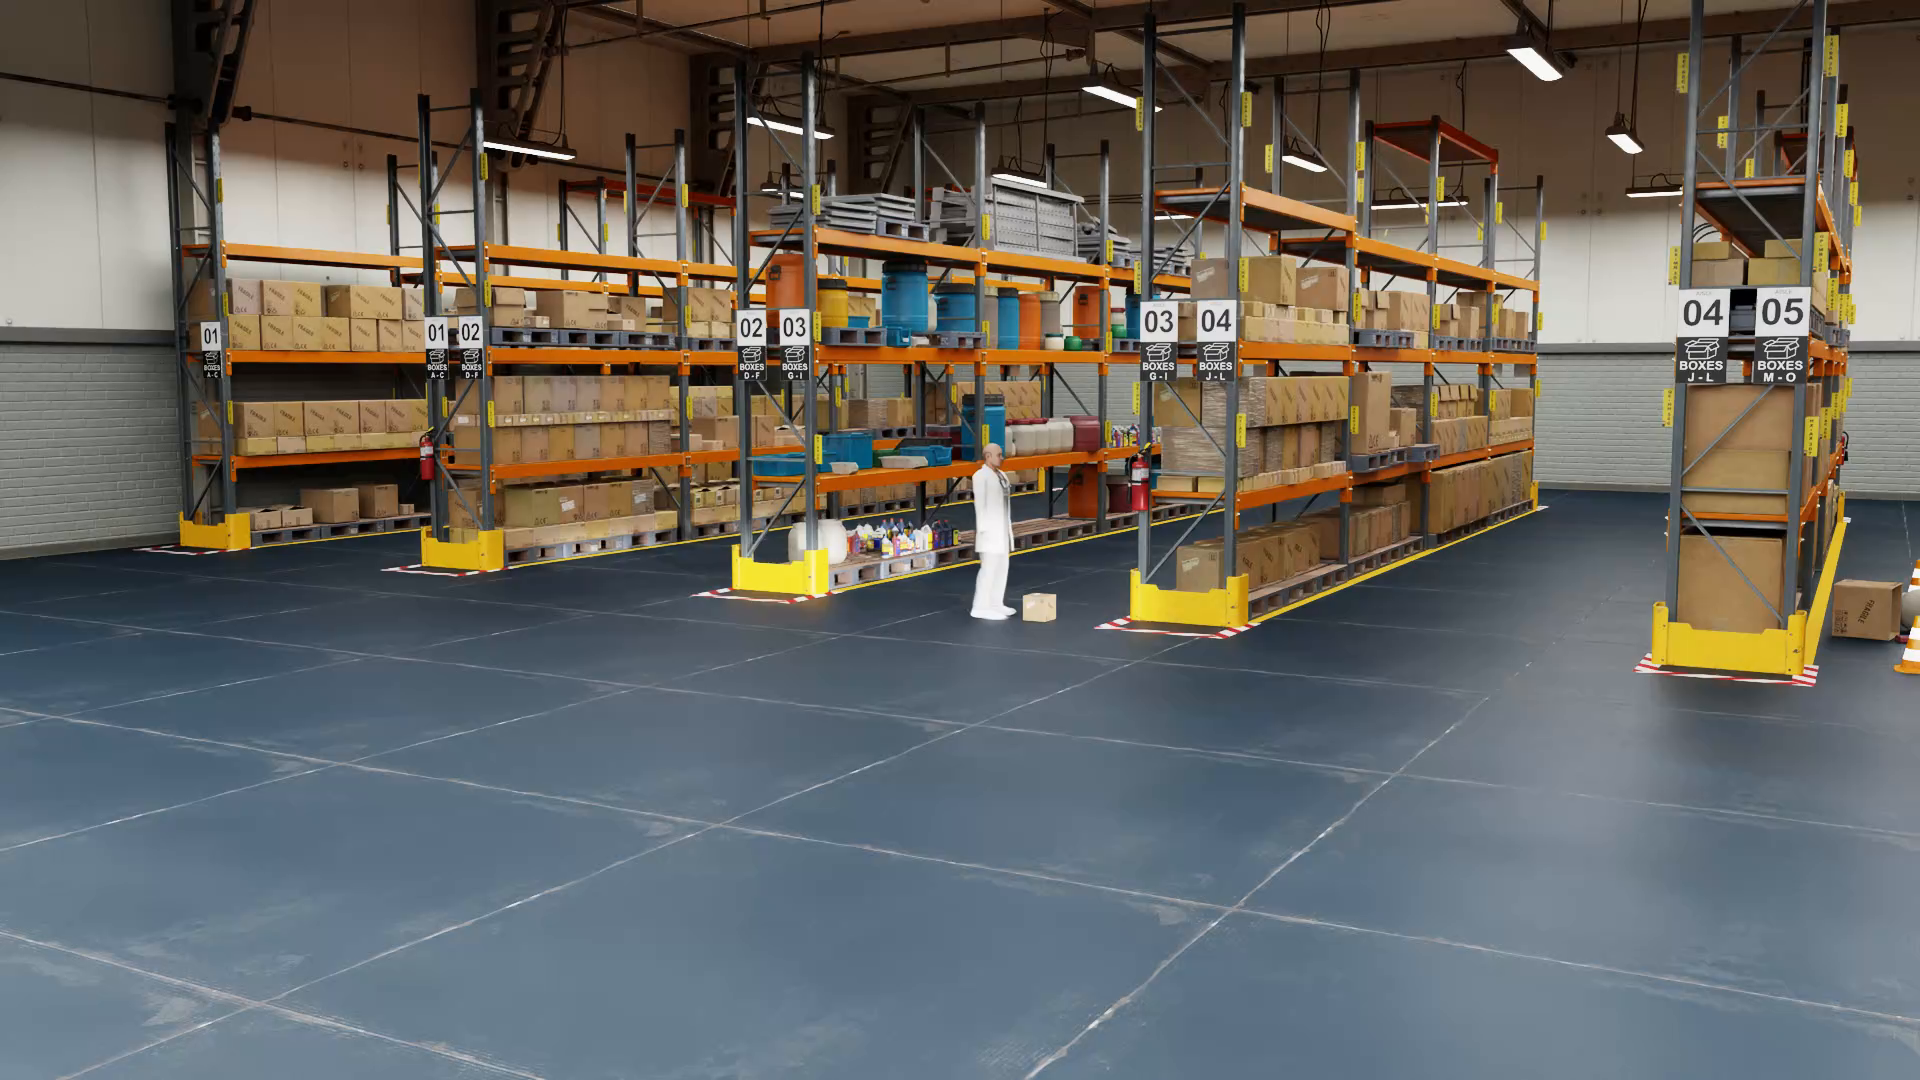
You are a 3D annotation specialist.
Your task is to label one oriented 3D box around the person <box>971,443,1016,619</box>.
[{"bbox_3d":[0.364,-0.101,17.072,0.381,1.778,0.564,3,7,30],"label":"person"}]
